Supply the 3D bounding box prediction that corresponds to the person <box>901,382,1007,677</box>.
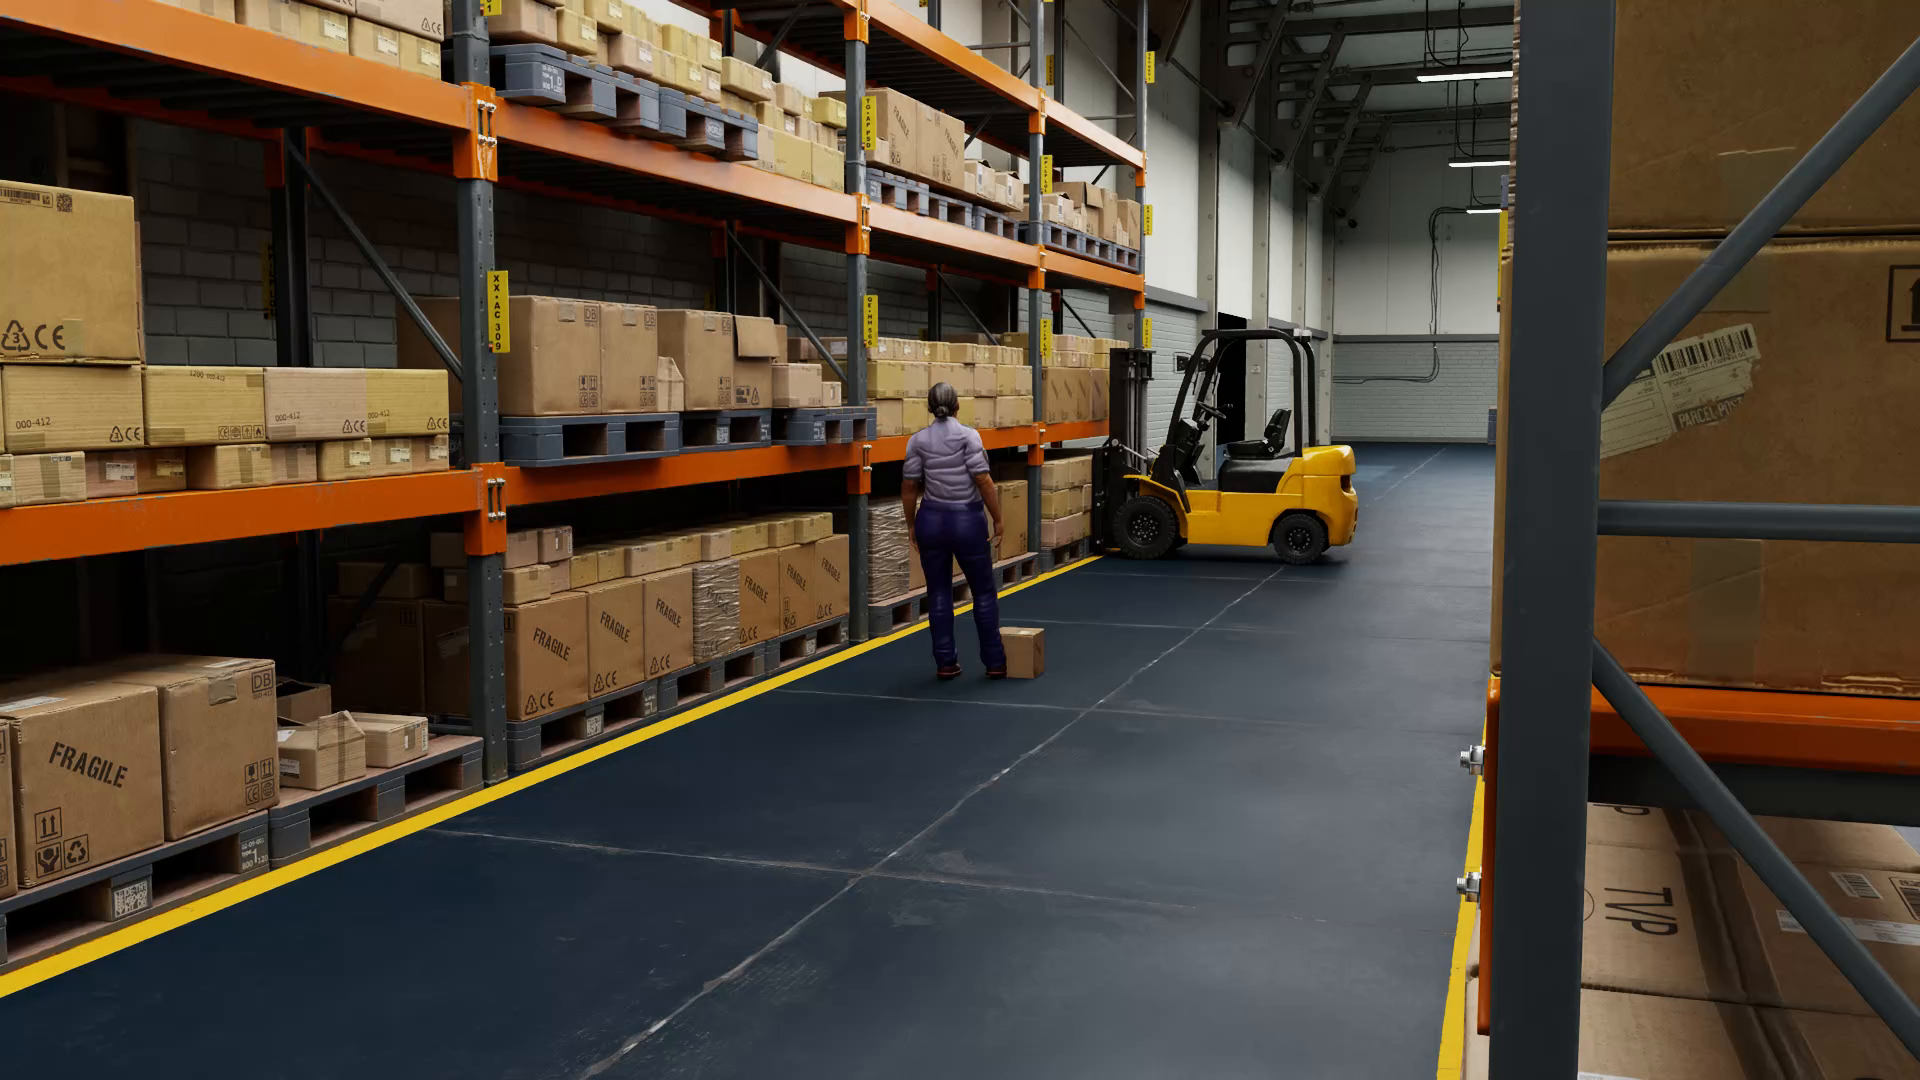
[{"bbox_3d":[0.001,-0.056,9.319,0.598,1.651,0.502,2,6,19],"label":"person"}]
